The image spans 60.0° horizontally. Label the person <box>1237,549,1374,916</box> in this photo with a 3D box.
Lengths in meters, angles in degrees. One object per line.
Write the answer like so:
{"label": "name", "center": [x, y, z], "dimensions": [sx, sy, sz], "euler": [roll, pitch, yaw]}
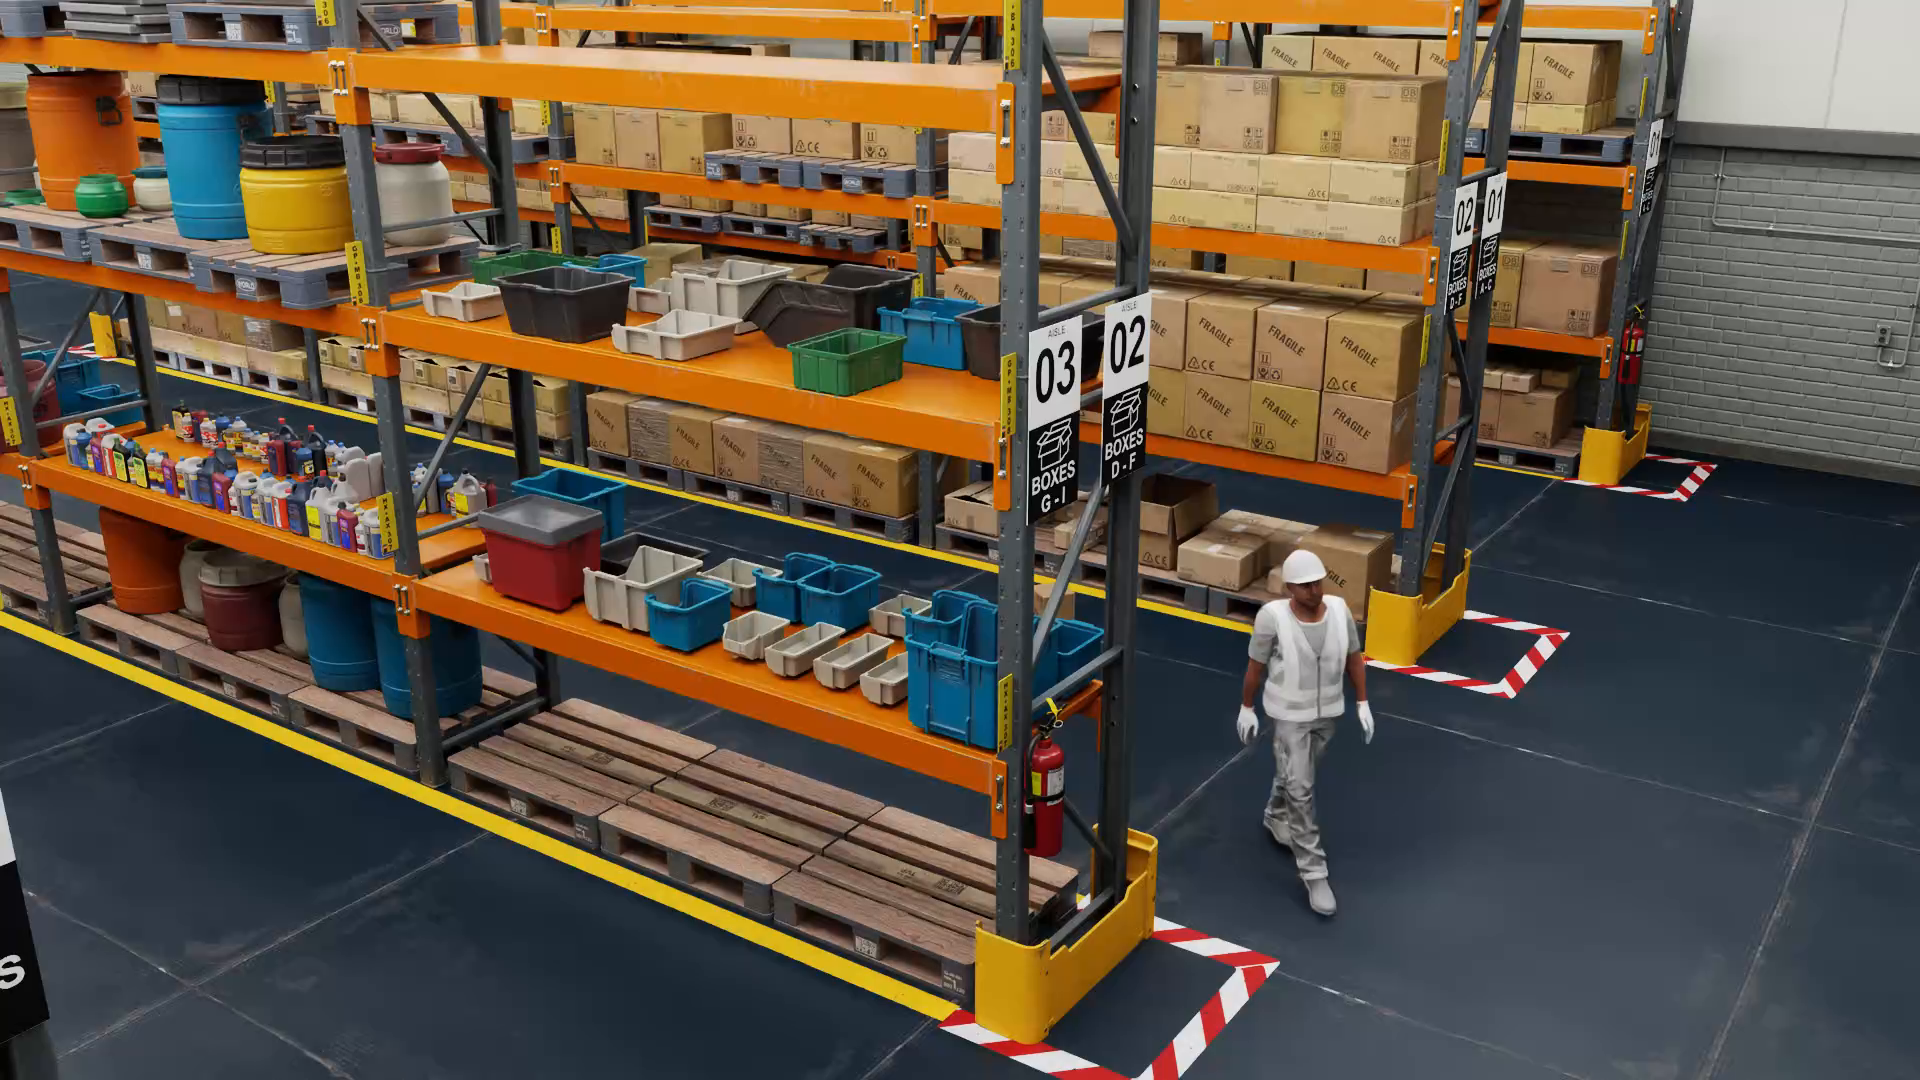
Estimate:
{"label": "person", "center": [1.802, 0.904, 8.464], "dimensions": [0.620, 1.752, 0.922], "euler": [-7, 21, -18]}
